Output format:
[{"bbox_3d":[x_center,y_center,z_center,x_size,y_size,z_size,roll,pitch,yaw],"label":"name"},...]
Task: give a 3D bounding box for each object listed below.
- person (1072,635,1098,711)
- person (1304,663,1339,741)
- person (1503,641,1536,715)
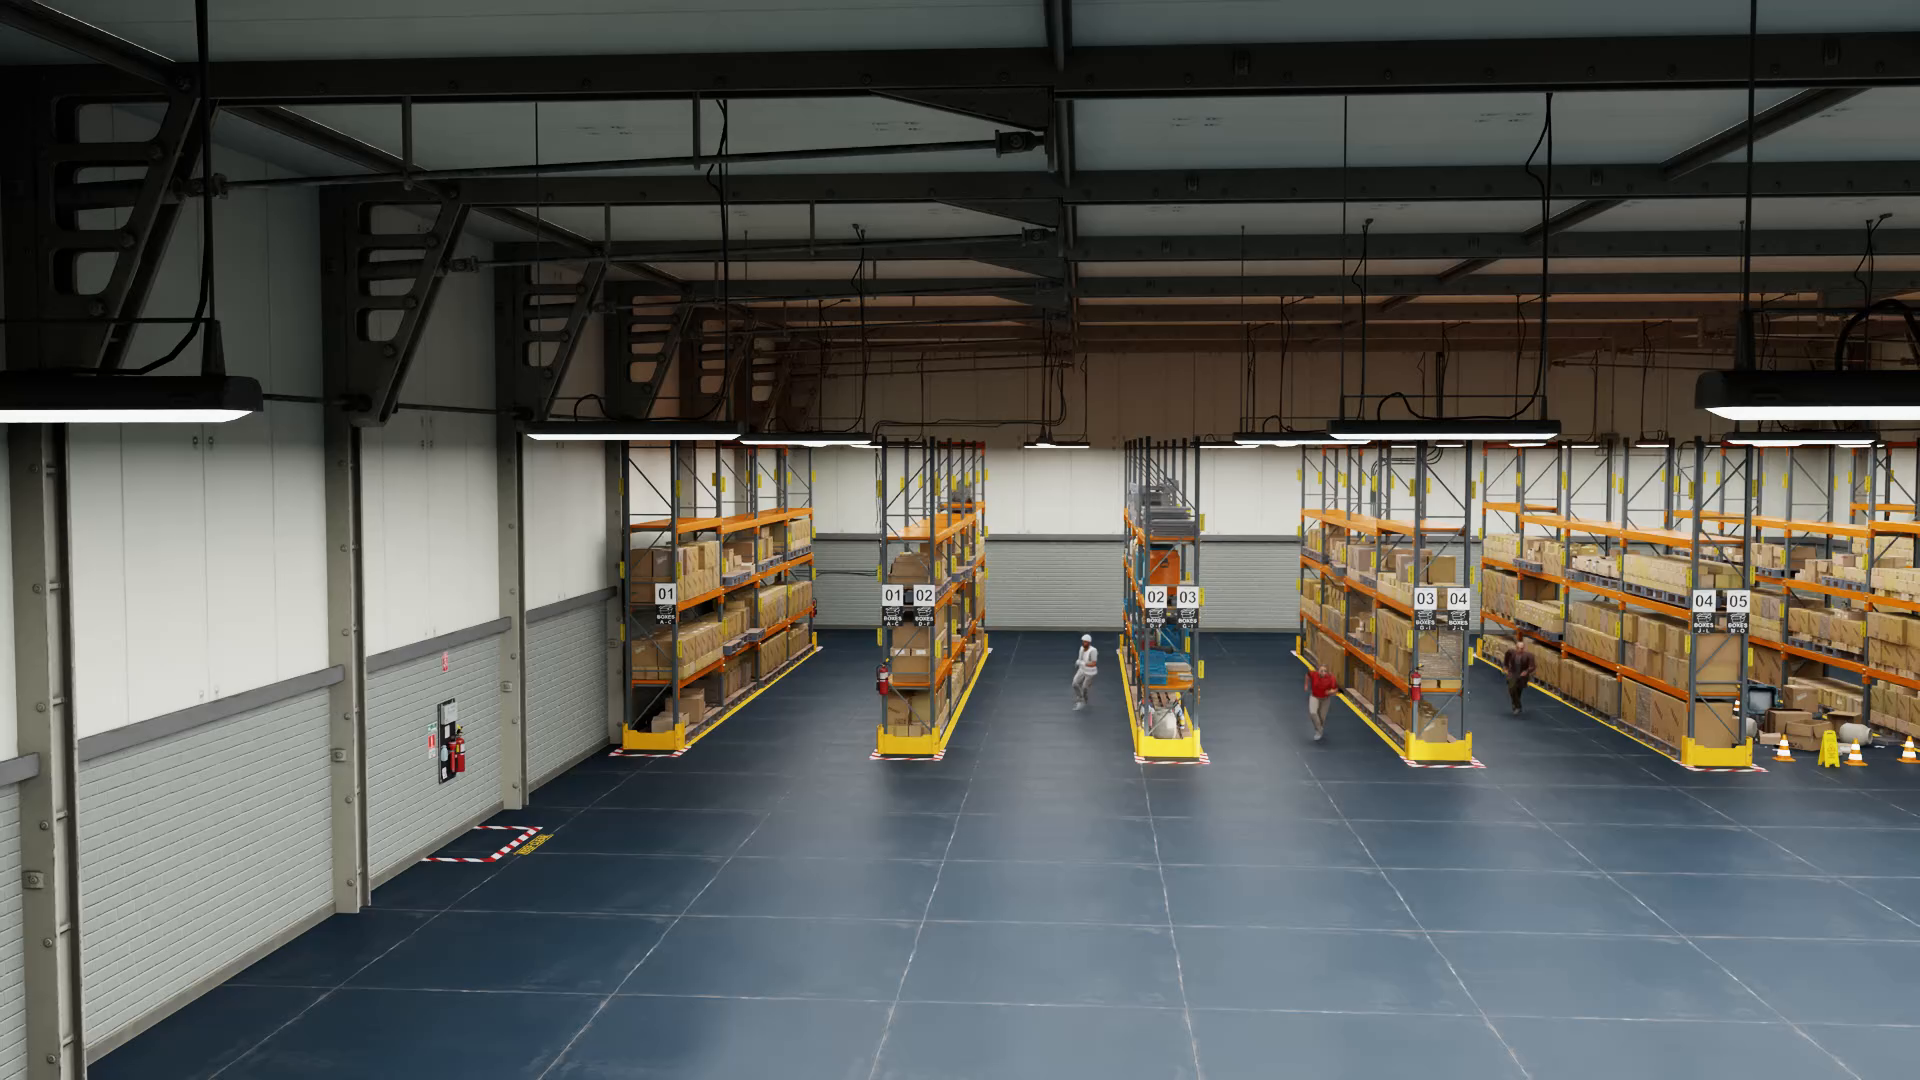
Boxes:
[{"bbox_3d":[2.738,2.900,36.581,0.830,1.671,0.726,3,4,39],"label":"person"},{"bbox_3d":[7.161,3.176,32.988,0.681,1.543,1.140,1,3,14],"label":"person"},{"bbox_3d":[12.159,2.954,36.135,0.693,1.591,1.176,1,3,20],"label":"person"}]
